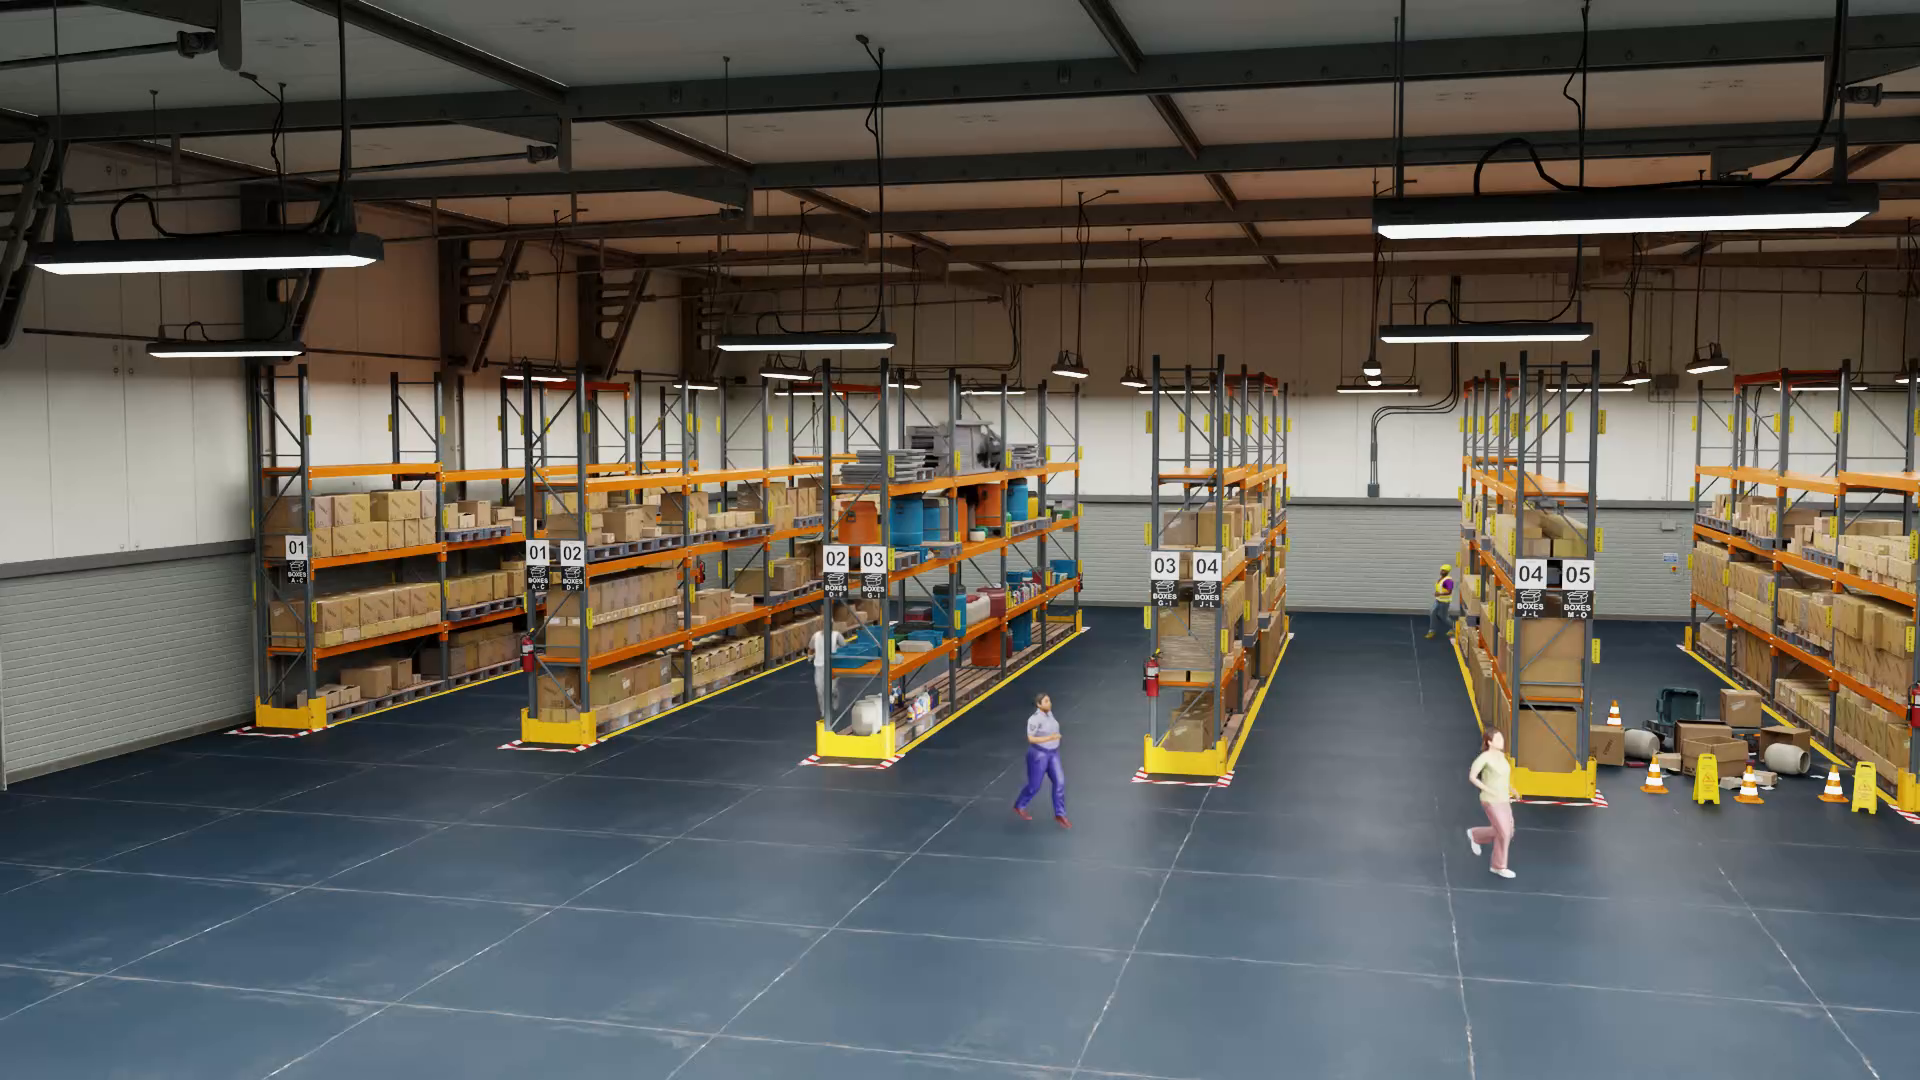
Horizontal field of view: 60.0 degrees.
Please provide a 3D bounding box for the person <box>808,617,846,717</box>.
[{"bbox_3d":[-2.286,2.159,28.444,0.679,1.732,0.616,1,4,8],"label":"person"}]

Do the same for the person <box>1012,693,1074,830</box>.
[{"bbox_3d":[1.023,2.740,20.755,0.838,1.687,0.598,4,5,42],"label":"person"}]

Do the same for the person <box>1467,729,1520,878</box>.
[{"bbox_3d":[5.927,2.915,18.605,0.581,1.637,0.648,-3,5,-39],"label":"person"}]

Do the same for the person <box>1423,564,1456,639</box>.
[{"bbox_3d":[11.348,1.442,38.963,0.848,1.770,0.716,-1,4,-13],"label":"person"}]
